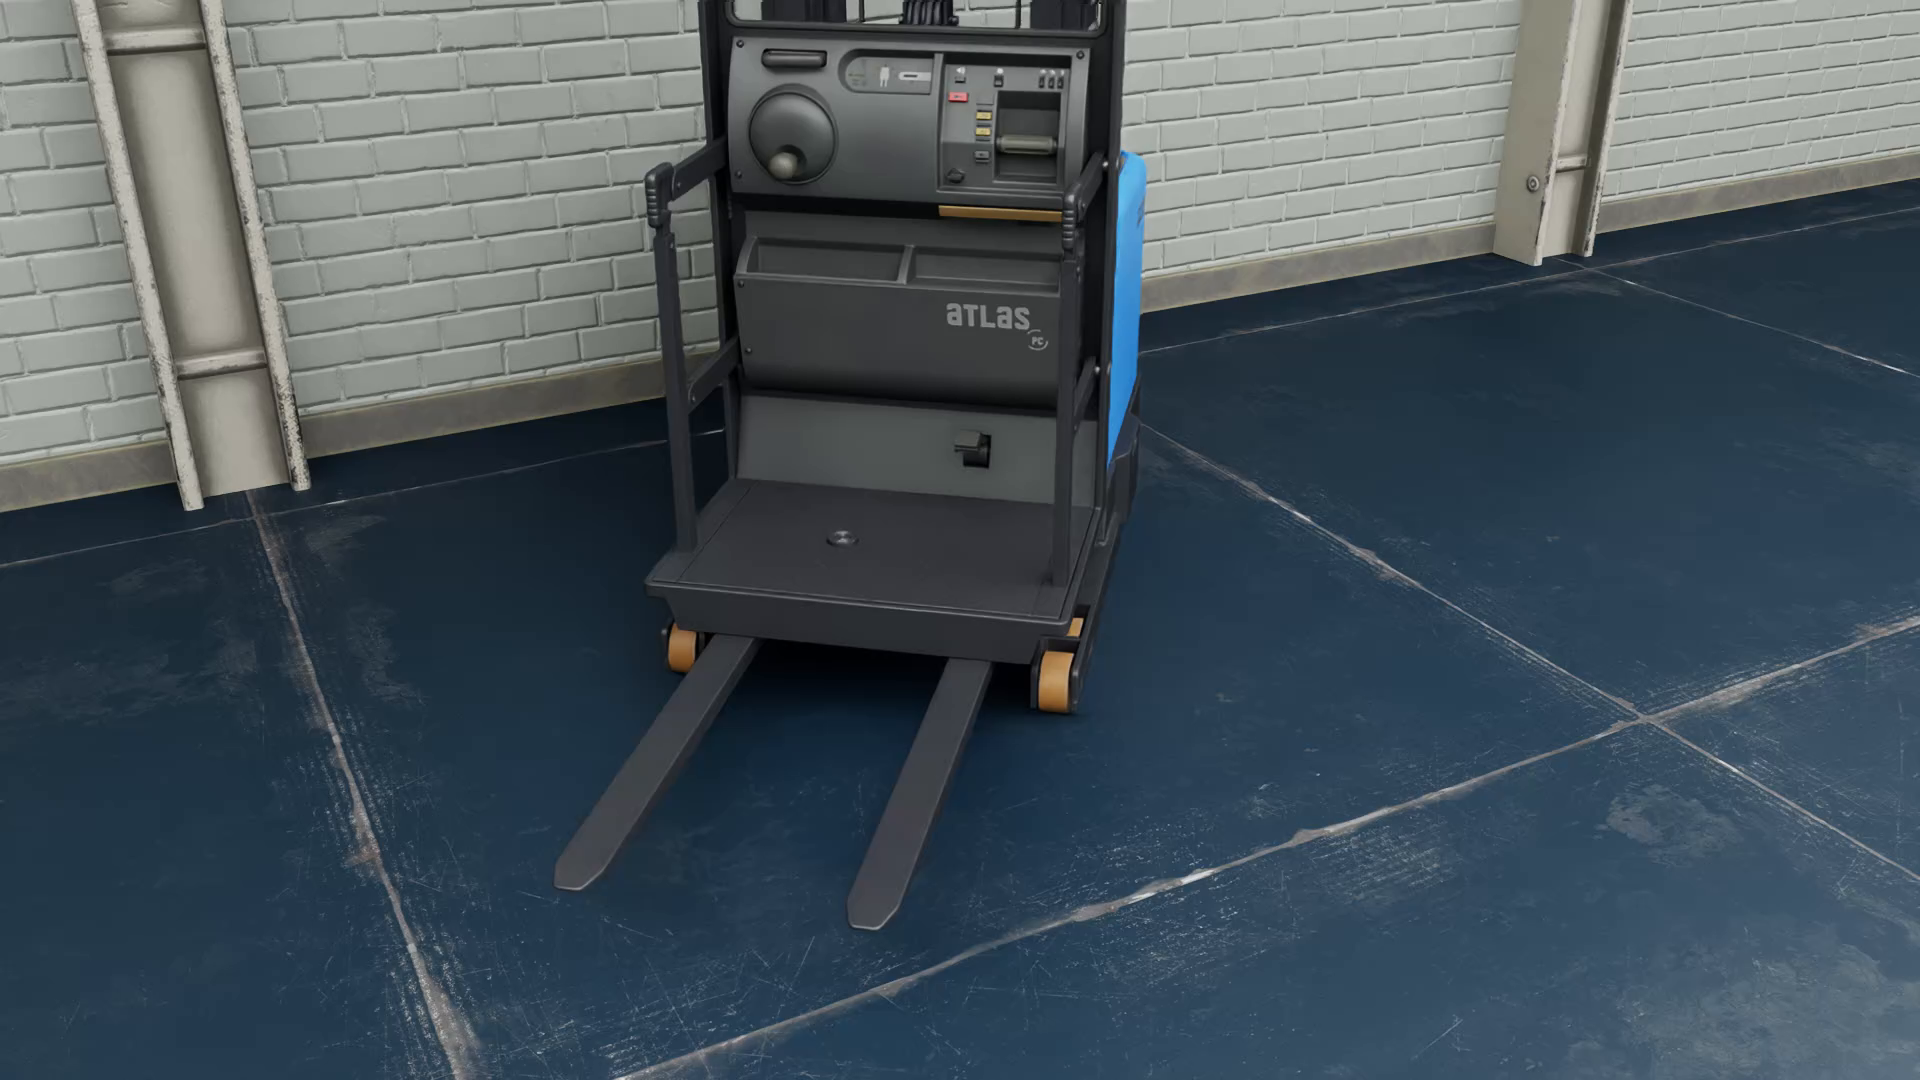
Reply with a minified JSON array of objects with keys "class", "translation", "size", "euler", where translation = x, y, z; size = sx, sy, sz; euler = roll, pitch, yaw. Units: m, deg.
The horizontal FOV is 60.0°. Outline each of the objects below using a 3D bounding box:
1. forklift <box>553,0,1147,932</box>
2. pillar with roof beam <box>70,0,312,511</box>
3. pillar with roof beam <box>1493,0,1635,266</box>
[{"class":"forklift","translation":[-0.178,-1.045,4.040],"size":[1.130,2.935,3.031],"euler":[5,26,10]},{"class":"pillar with roof beam","translation":[-0.410,-2.606,0.281],"size":[0.400,9.000,9.100],"euler":[-13,29,-25]},{"class":"pillar with roof beam","translation":[4.885,-3.828,2.827],"size":[0.400,9.000,9.100],"euler":[-13,29,-25]}]
